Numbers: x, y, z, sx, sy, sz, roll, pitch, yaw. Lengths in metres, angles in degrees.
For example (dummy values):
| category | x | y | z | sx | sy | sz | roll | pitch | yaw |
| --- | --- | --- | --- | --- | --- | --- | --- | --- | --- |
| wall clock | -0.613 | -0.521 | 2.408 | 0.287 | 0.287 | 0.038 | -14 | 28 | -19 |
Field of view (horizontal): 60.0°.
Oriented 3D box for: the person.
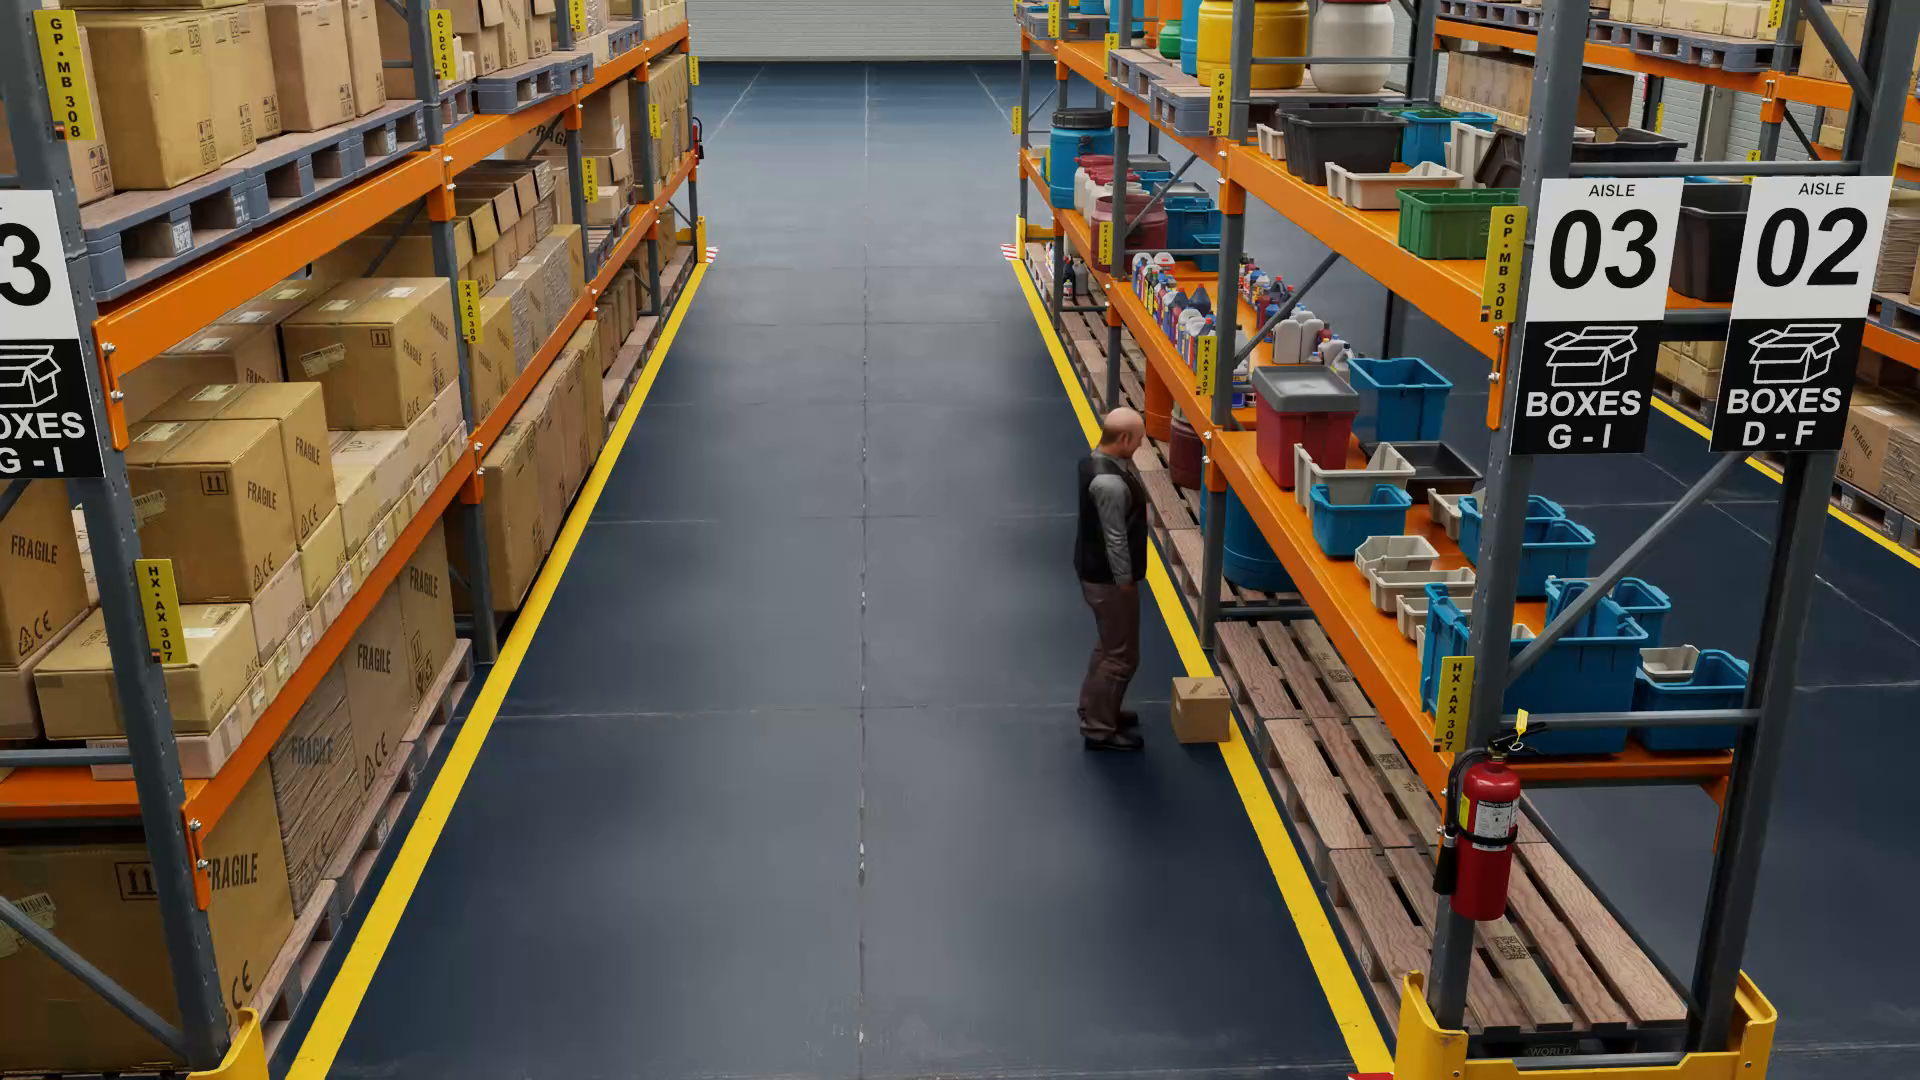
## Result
| category | x | y | z | sx | sy | sz | roll | pitch | yaw |
| --- | --- | --- | --- | --- | --- | --- | --- | --- | --- |
| person | 0.772 | 0.257 | 8.196 | 0.602 | 1.538 | 0.586 | -1 | 20 | -3 |
